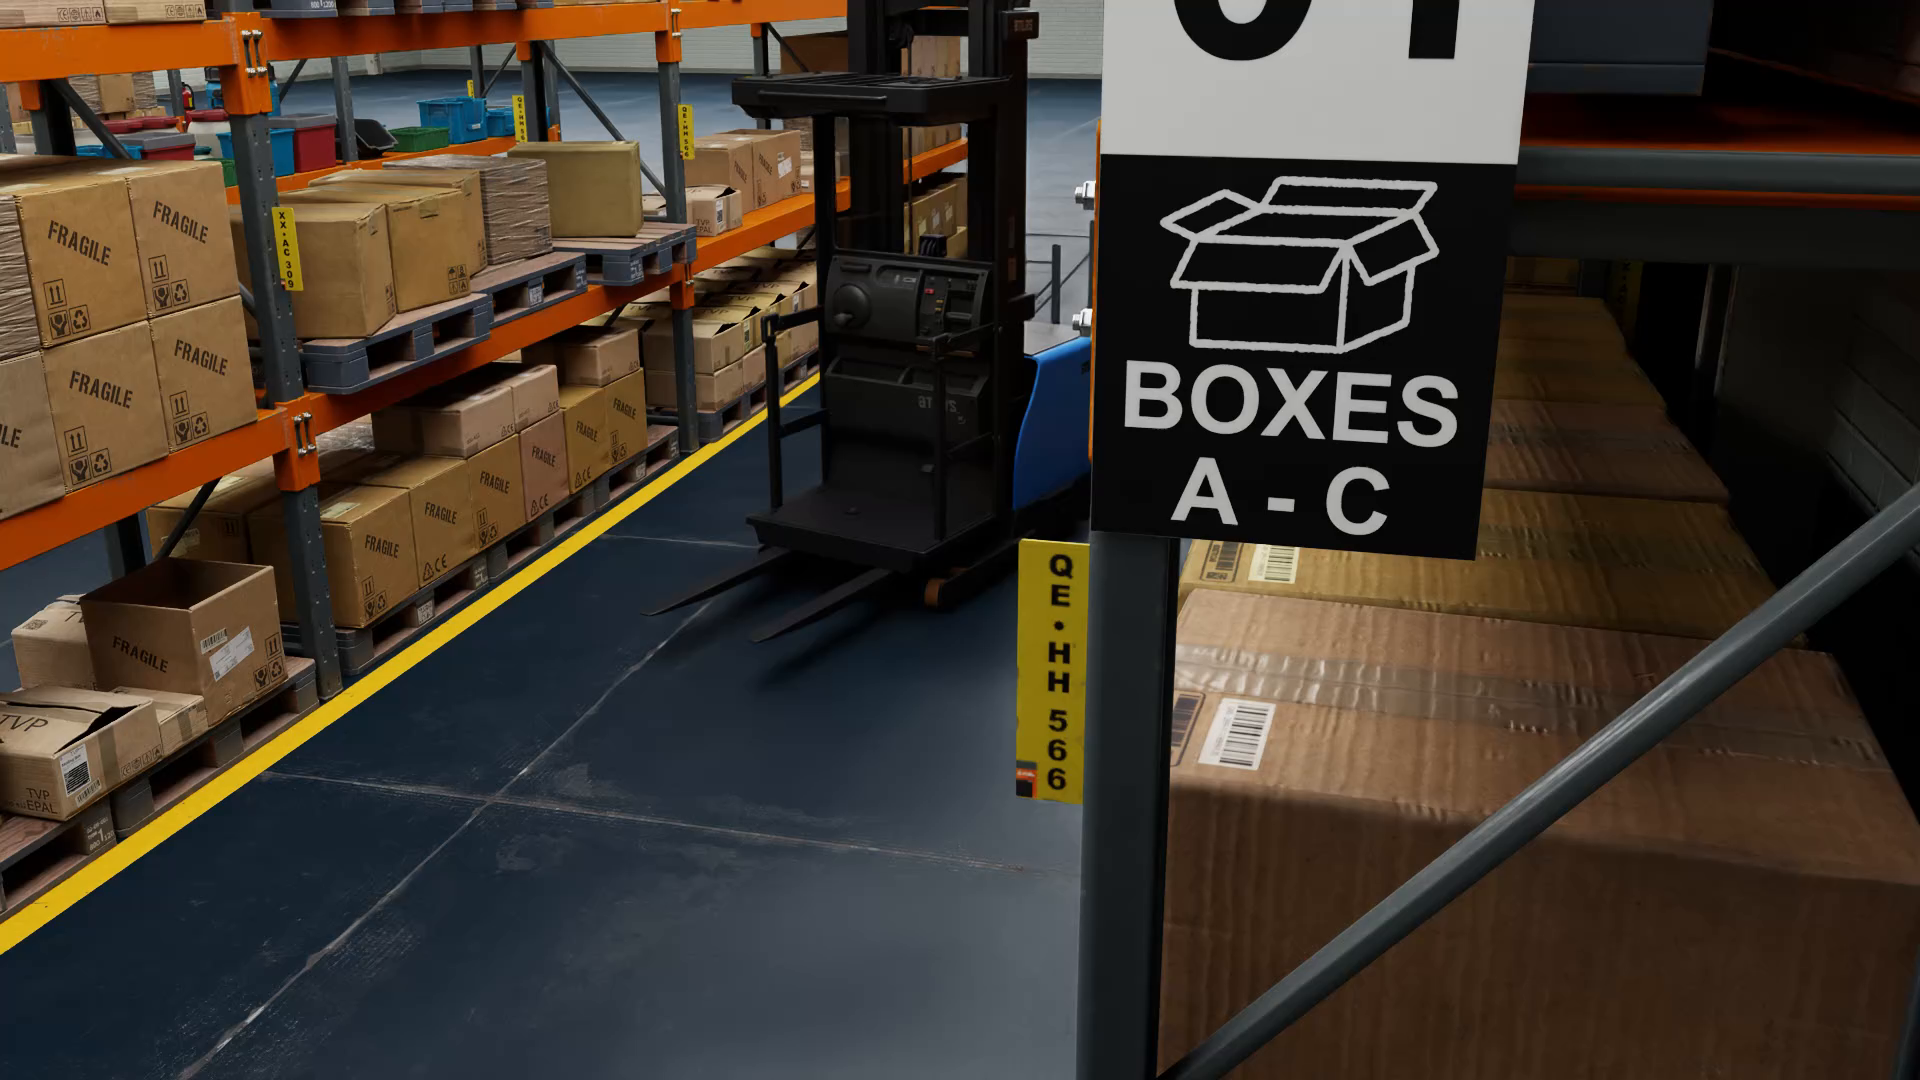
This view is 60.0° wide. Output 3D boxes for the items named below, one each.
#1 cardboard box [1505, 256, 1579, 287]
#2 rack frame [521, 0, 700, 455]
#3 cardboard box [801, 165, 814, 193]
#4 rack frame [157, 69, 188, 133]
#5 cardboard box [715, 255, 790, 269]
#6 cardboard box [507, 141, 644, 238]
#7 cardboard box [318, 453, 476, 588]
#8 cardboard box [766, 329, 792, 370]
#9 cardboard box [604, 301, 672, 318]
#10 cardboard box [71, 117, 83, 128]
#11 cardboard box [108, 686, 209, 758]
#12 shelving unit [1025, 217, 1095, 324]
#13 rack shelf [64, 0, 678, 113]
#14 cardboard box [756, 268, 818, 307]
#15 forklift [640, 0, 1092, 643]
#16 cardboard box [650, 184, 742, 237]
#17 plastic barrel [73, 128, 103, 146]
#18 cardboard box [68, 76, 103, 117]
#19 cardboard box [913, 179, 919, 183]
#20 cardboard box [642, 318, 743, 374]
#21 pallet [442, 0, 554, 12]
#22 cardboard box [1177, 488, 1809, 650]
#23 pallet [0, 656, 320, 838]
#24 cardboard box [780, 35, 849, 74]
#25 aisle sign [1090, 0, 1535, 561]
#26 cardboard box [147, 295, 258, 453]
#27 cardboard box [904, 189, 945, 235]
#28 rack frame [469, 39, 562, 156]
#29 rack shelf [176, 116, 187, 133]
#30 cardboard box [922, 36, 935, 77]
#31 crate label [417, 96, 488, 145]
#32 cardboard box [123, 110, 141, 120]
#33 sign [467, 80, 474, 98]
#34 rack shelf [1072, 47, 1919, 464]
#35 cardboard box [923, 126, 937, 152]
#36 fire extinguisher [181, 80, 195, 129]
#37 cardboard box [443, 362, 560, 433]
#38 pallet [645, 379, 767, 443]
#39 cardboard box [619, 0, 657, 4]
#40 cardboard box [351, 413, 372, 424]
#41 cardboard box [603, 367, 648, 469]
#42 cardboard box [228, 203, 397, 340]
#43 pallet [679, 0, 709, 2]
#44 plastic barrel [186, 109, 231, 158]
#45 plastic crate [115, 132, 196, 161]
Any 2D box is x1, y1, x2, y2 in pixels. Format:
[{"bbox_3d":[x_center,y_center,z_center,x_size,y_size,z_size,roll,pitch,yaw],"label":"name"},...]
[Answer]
[{"bbox_3d":[1.981,-1.066,5.861,0.500,0.250,0.500,5,20,15],"label":"cardboard box"},{"bbox_3d":[-2.211,-2.033,10.500,1.000,3.000,0.127,5,19,13],"label":"rack frame"},{"bbox_3d":[-1.271,-2.933,13.343,0.396,0.266,0.258,4,19,12],"label":"cardboard box"},{"bbox_3d":[-9.862,-5.324,20.135,1.000,3.000,0.127,5,19,13],"label":"rack frame"},{"bbox_3d":[-1.704,-2.184,13.677,0.500,0.311,0.500,4,19,13],"label":"cardboard box"},{"bbox_3d":[-2.256,-2.073,9.812,0.700,0.500,0.500,-2,19,-5],"label":"cardboard box"},{"bbox_3d":[-2.715,-0.105,8.042,0.500,0.500,0.500,5,19,14],"label":"cardboard box"},{"bbox_3d":[-1.555,-1.393,12.229,0.500,0.250,0.500,4,19,12],"label":"cardboard box"},{"bbox_3d":[-2.202,-1.543,11.802,0.500,0.311,0.500,4,19,13],"label":"cardboard box"},{"bbox_3d":[-9.996,-4.621,18.466,0.380,0.149,0.250,5,19,13],"label":"cardboard box"},{"bbox_3d":[-3.086,0.684,6.273,0.380,0.149,0.250,5,19,13],"label":"cardboard box"},{"bbox_3d":[0.475,-1.153,10.242,0.538,1.500,1.048,5,20,16],"label":"shelving unit"},{"bbox_3d":[-2.700,-2.486,8.296,1.077,0.370,4.000,5,19,13],"label":"rack shelf"},{"bbox_3d":[-1.300,-1.981,13.082,0.500,0.311,0.500,5,19,13],"label":"cardboard box"},{"bbox_3d":[-0.384,-1.208,8.189,1.130,2.935,3.031,11,22,29],"label":"forklift"},{"bbox_3d":[-1.805,-2.256,11.290,0.500,0.311,0.500,4,19,13],"label":"cardboard box"},{"bbox_3d":[-6.867,-2.950,13.011,0.421,0.512,0.421,0,19,0],"label":"plastic barrel"},{"bbox_3d":[-10.193,-5.023,18.637,0.875,0.500,0.500,5,19,13],"label":"cardboard box"},{"bbox_3d":[-0.724,-3.486,17.197,0.500,0.500,0.500,5,19,13],"label":"cardboard box"},{"bbox_3d":[-1.799,-1.337,11.199,0.500,0.311,0.500,5,20,15],"label":"cardboard box"},{"bbox_3d":[-2.711,-2.634,7.910,1.213,0.211,1.003,5,19,13],"label":"pallet"},{"bbox_3d":[0.920,0.333,3.109,0.980,0.700,0.700,5,19,13],"label":"cardboard box"},{"bbox_3d":[-3.357,0.755,6.650,1.003,0.211,1.213,5,19,13],"label":"pallet"},{"bbox_3d":[-1.132,-4.088,14.353,0.700,0.500,0.500,5,19,14],"label":"cardboard box"},{"bbox_3d":[0.330,-0.367,1.600,0.394,0.787,0.004,5,19,13],"label":"aisle sign"},{"bbox_3d":[-3.062,-0.650,6.295,0.500,0.500,0.500,5,19,14],"label":"cardboard box"},{"bbox_3d":[-0.453,-3.130,16.156,0.500,0.500,0.500,5,19,13],"label":"cardboard box"},{"bbox_3d":[-5.059,-4.933,18.990,1.000,3.000,0.127,5,19,13],"label":"rack frame"},{"bbox_3d":[-10.351,-4.357,18.416,1.077,0.370,4.000,5,19,13],"label":"rack shelf"},{"bbox_3d":[-0.642,-4.717,16.195,0.700,0.500,0.500,5,19,14],"label":"cardboard box"},{"bbox_3d":[-5.246,-4.352,17.233,0.502,0.435,0.616,5,19,13],"label":"crate label"},{"bbox_3d":[-9.804,-4.939,19.396,0.380,0.149,0.250,5,19,13],"label":"cardboard box"},{"bbox_3d":[-5.591,-5.109,19.076,0.100,0.325,0.005,5,19,13],"label":"sign"},{"bbox_3d":[1.127,-0.842,3.484,1.077,0.370,4.000,5,19,13],"label":"rack shelf"},{"bbox_3d":[-0.634,-4.123,16.462,0.700,0.500,0.500,5,19,14],"label":"cardboard box"},{"bbox_3d":[-9.387,-5.287,20.146,0.296,0.674,0.183,5,19,13],"label":"fire extinguisher"},{"bbox_3d":[-2.468,-0.763,8.807,0.500,0.250,0.500,4,19,12],"label":"cardboard box"},{"bbox_3d":[-1.972,-0.969,11.697,1.003,0.211,1.213,5,19,13],"label":"pallet"},{"bbox_3d":[-2.285,-3.361,9.591,0.910,0.500,0.500,5,19,13],"label":"cardboard box"},{"bbox_3d":[-2.972,-0.453,9.061,0.500,0.500,0.500,4,19,12],"label":"cardboard box"},{"bbox_3d":[-2.212,-0.747,9.921,0.500,0.500,0.500,5,20,16],"label":"cardboard box"},{"bbox_3d":[-2.856,-1.157,7.129,0.700,0.500,0.500,-2,19,-5],"label":"cardboard box"},{"bbox_3d":[-2.132,-3.583,10.689,1.213,0.211,1.003,6,20,16],"label":"pallet"},{"bbox_3d":[-6.483,-3.461,14.470,0.433,0.535,0.433,0,19,0],"label":"plastic barrel"},{"bbox_3d":[-6.322,-2.938,13.051,0.402,0.464,0.583,5,19,13],"label":"plastic crate"}]
